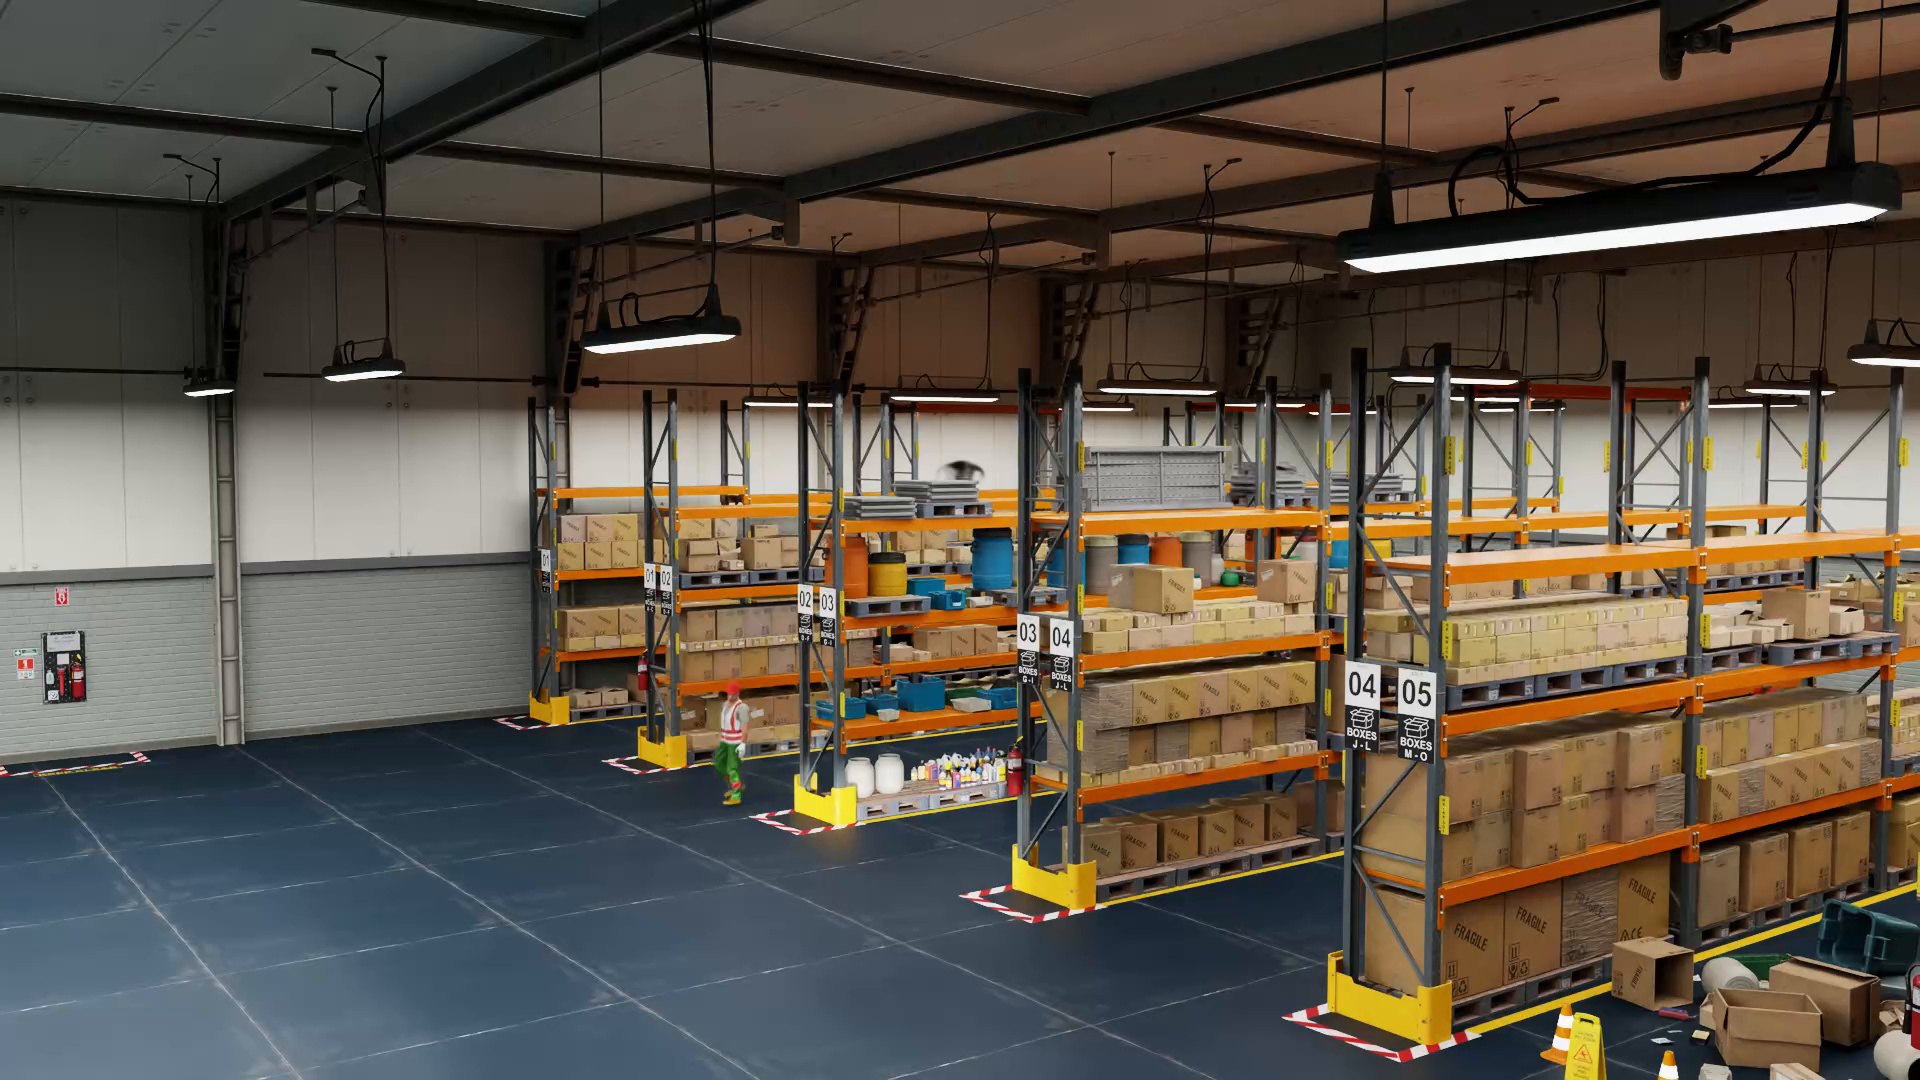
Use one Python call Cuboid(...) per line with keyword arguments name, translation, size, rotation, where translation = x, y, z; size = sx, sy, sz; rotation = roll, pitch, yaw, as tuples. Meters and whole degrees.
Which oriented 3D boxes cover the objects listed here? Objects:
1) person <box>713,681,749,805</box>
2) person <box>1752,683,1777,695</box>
Cuboid(name="person", translation=(-3.199, 2.864, 23.554), size=(0.667, 1.766, 0.474), rotation=(3, 5, 44))
Cuboid(name="person", translation=(11.935, 2.860, 24.674), size=(0.736, 1.763, 0.619), rotation=(-3, 5, -43))
